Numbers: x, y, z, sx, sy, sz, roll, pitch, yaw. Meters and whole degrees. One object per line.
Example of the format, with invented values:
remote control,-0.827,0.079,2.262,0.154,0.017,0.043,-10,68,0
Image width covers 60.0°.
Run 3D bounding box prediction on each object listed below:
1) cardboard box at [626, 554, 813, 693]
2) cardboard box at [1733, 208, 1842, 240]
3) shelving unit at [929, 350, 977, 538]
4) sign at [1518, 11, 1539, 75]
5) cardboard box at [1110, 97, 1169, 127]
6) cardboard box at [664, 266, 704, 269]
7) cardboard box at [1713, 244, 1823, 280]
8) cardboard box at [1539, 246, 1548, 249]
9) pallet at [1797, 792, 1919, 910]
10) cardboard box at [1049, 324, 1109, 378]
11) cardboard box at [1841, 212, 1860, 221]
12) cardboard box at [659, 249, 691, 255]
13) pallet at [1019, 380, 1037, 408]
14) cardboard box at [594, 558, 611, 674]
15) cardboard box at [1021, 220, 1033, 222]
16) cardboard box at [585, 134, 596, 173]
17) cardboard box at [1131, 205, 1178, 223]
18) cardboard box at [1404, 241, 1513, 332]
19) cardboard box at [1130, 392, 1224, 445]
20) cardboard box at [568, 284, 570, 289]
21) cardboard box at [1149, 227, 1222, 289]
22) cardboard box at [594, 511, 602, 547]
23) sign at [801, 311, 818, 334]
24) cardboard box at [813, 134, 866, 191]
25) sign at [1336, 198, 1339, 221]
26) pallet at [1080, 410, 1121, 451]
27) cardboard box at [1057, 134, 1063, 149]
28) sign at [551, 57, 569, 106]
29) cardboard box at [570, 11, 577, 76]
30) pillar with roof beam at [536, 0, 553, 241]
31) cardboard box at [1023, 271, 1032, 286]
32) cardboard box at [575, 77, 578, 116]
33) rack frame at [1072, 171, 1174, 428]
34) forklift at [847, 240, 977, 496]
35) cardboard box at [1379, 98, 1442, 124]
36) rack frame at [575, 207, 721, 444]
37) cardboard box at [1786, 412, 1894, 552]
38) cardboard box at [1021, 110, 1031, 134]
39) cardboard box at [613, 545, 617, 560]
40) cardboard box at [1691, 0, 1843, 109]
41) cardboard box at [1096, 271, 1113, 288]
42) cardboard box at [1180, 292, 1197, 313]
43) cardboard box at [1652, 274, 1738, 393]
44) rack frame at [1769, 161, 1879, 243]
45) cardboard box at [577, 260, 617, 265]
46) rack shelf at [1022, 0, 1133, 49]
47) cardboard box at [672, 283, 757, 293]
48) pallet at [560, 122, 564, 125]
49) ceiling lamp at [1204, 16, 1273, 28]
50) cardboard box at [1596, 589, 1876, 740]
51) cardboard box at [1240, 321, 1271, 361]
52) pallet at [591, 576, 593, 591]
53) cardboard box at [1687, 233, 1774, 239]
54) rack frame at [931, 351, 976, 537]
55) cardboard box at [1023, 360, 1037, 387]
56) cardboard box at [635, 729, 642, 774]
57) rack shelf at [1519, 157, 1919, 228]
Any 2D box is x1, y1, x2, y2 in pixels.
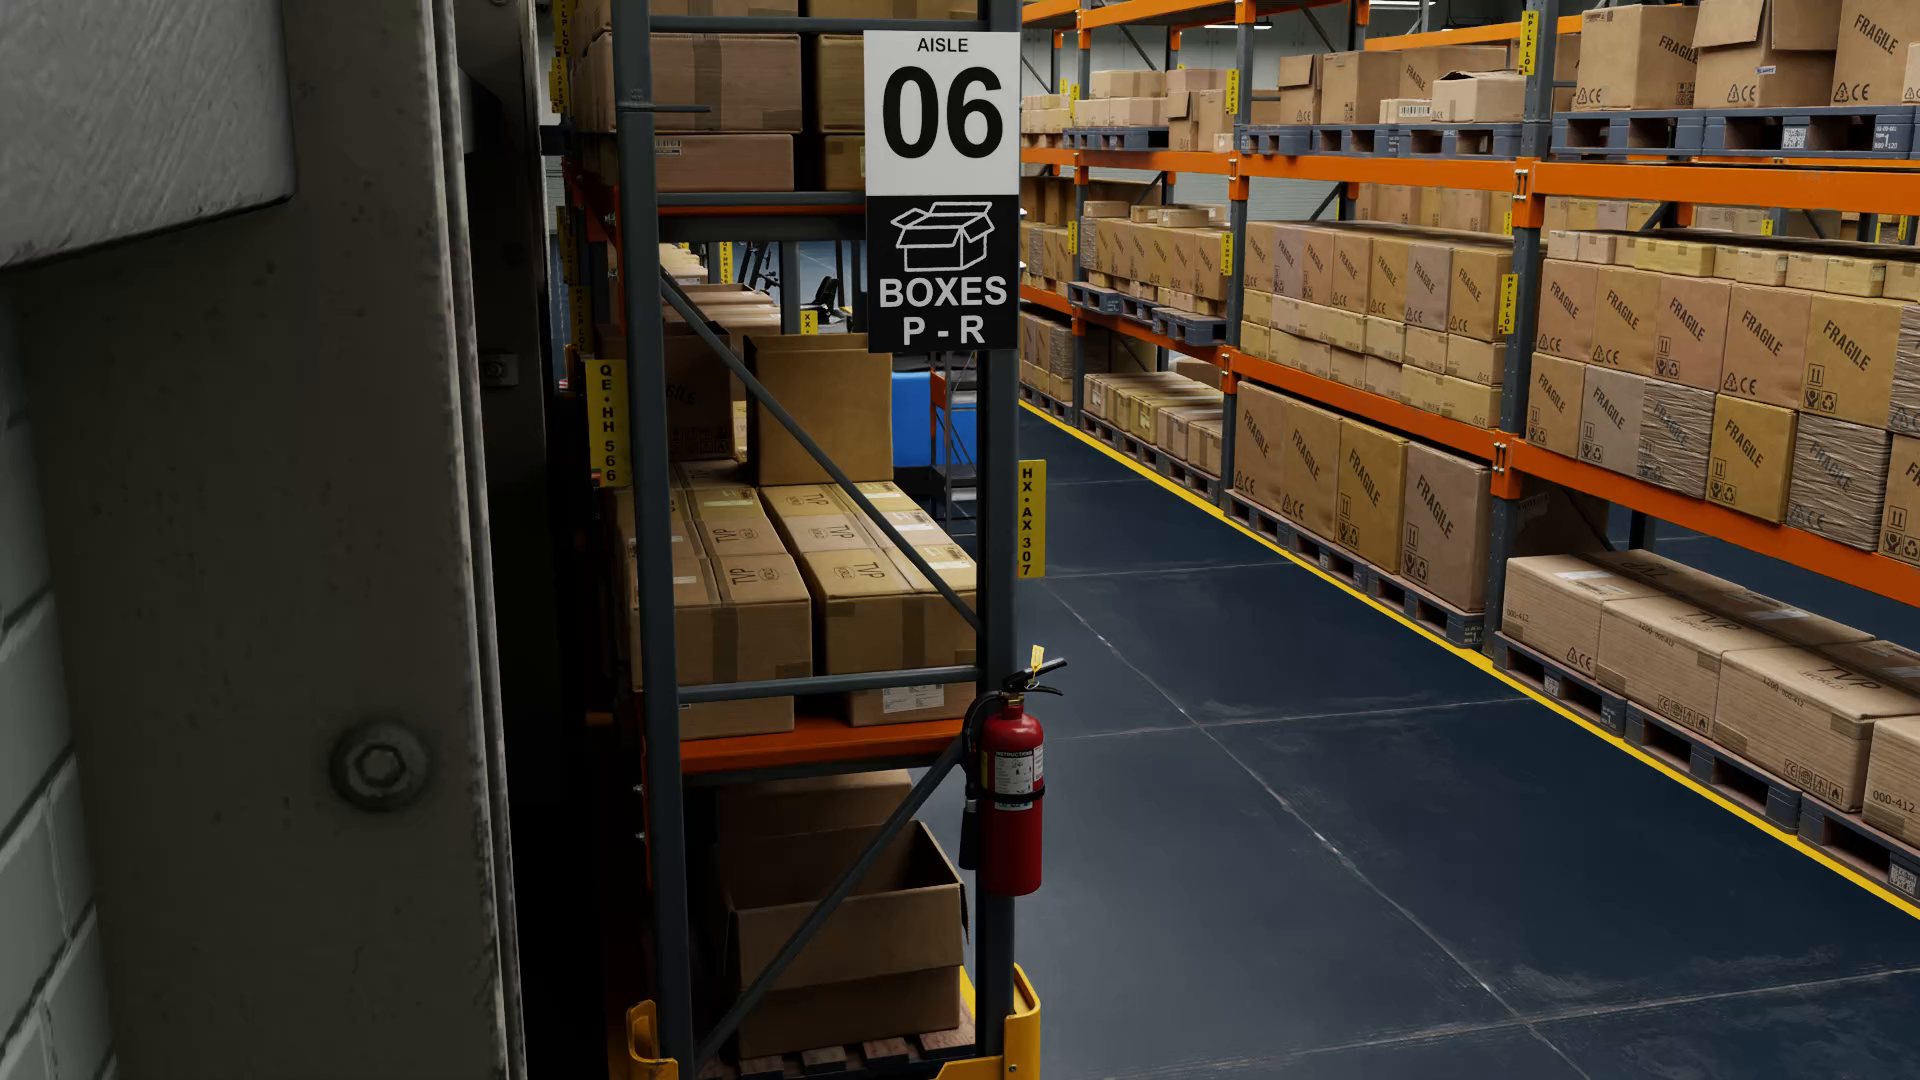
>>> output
cardboard box,-0.710,0.233,4.844,0.500,0.250,0.500,-3,14,-12
cardboard box,7.293,-2.665,14.698,0.700,0.500,0.500,-3,14,-13
shelving unit,0.039,-0.982,12.022,0.431,2.100,0.503,-3,14,-13
sign,3.015,-2.633,8.813,0.100,0.325,0.005,-3,14,-13
cardboard box,1.669,-3.850,14.974,0.500,0.250,0.500,-3,14,-14
cardboard box,-2.161,-2.023,12.810,0.380,0.149,0.250,-3,14,-12
cardboard box,3.711,-1.275,7.641,0.380,0.149,0.250,-3,14,-13
cardboard box,3.716,-1.457,9.751,0.500,0.500,0.500,-3,14,-13
pallet,4.216,1.293,6.692,1.003,0.211,1.213,-3,14,-13
cardboard box,1.262,-2.004,17.640,0.500,0.500,0.500,-3,14,-14
cardboard box,10.802,-4.085,19.884,0.500,0.500,0.500,-3,14,-13
cardboard box,-2.591,-2.499,14.757,0.380,0.149,0.250,-4,14,-15
pallet,1.179,-1.731,19.066,1.003,0.211,1.213,-3,14,-13
cardboard box,-1.686,0.386,8.908,0.500,0.500,0.500,-3,14,-13
cardboard box,0.688,-3.522,19.686,0.500,0.500,0.500,-3,14,-11
cardboard box,-1.282,-1.532,6.586,0.380,0.149,0.250,-3,14,-14
cardboard box,1.783,-2.989,15.254,0.380,0.149,0.250,-2,14,-10
cardboard box,3.063,-1.547,10.122,0.500,0.500,0.500,-3,14,-12
cardboard box,2.124,-1.131,15.388,0.950,0.372,0.625,-3,14,-11
cardboard box,-3.773,-2.742,17.120,0.500,0.500,0.500,-4,14,-15
cardboard box,1.972,-2.449,14.409,0.500,0.500,0.500,-4,14,-17
cardboard box,-1.869,-0.074,9.427,0.380,0.149,0.250,-4,14,-16
sign,-0.758,-0.980,8.293,0.100,0.325,0.005,-3,14,-13
cardboard box,-0.193,-1.026,4.516,0.380,0.149,0.250,-3,14,-12
sign,4.969,-4.302,21.723,0.100,0.325,0.005,-3,14,-13
pallet,1.846,-1.116,16.551,1.003,0.211,1.213,-3,14,-13
cardboard box,1.234,-4.162,17.352,0.380,0.149,0.250,-3,14,-13
sign,-2.765,-3.168,11.496,0.100,0.325,0.005,-3,14,-13
cardboard box,-1.444,-2.169,7.300,0.500,0.250,0.500,-3,14,-14
pillar with roof beam,-7.676,-13.160,47.331,9.100,9.000,0.548,-3,14,-13
cardboard box,0.921,-2.938,18.660,0.380,0.149,0.250,-3,14,-13
cardboard box,-1.323,-1.808,6.876,0.500,0.250,0.500,-3,14,-14
rack frame,1.661,-2.650,16.955,1.000,3.000,0.127,-3,14,-13
forklift,-0.456,-2.083,14.777,1.130,2.935,3.031,-3,14,-12
cardboard box,2.950,-2.780,10.774,0.380,0.166,0.250,-2,14,-8
rack frame,-2.223,-1.450,12.042,1.000,3.000,0.127,-3,14,-13
cardboard box,3.876,-0.262,6.968,0.500,0.500,0.500,-3,14,-12
cardboard box,0.937,-4.617,18.375,0.500,0.250,0.500,-3,14,-12
cardboard box,-1.095,0.104,6.212,0.380,0.149,0.250,-3,14,-13
cardboard box,3.888,-2.255,7.705,0.797,0.503,0.637,-2,14,-9
cardboard box,1.534,-2.529,16.103,0.380,0.149,0.250,-3,14,-12
cardboard box,2.059,-1.985,13.878,0.380,0.149,0.250,-3,14,-14
cardboard box,3.639,-0.980,7.801,0.500,0.500,0.500,-3,14,-12
rack frame,7.389,-2.027,14.402,1.000,3.000,0.127,-3,14,-13
cardboard box,-2.919,-2.165,13.391,0.380,0.149,0.250,-4,14,-14
rack shelf,1.192,-5.675,18.217,1.077,0.370,4.000,-3,14,-13
cardboard box,-1.660,-1.338,10.481,0.797,0.503,0.637,-4,14,-14
pallet,-3.388,-3.982,16.273,1.003,0.211,1.213,-3,14,-13
ceiling lamp,7.710,-15.934,46.387,2.000,3.185,0.800,-3,14,-13
cardboard box,3.794,0.593,8.192,0.875,0.438,0.875,-4,14,-15
cardboard box,2.471,-1.528,12.676,0.500,0.250,0.500,-4,14,-14
pallet,-2.085,0.079,11.659,1.003,0.211,1.213,-3,14,-13
cardboard box,3.927,-1.476,8.464,0.380,0.149,0.250,-3,14,-13
rack frame,-0.018,-1.038,12.252,0.400,2.100,0.015,-3,14,-13
cardboard box,1.012,-1.880,18.710,0.500,0.250,0.500,-3,14,-12
cardboard box,-1.256,0.919,7.466,0.380,0.149,0.250,-3,14,-14
rack shelf,4.010,-1.451,7.242,1.077,0.370,4.000,-3,14,-13
